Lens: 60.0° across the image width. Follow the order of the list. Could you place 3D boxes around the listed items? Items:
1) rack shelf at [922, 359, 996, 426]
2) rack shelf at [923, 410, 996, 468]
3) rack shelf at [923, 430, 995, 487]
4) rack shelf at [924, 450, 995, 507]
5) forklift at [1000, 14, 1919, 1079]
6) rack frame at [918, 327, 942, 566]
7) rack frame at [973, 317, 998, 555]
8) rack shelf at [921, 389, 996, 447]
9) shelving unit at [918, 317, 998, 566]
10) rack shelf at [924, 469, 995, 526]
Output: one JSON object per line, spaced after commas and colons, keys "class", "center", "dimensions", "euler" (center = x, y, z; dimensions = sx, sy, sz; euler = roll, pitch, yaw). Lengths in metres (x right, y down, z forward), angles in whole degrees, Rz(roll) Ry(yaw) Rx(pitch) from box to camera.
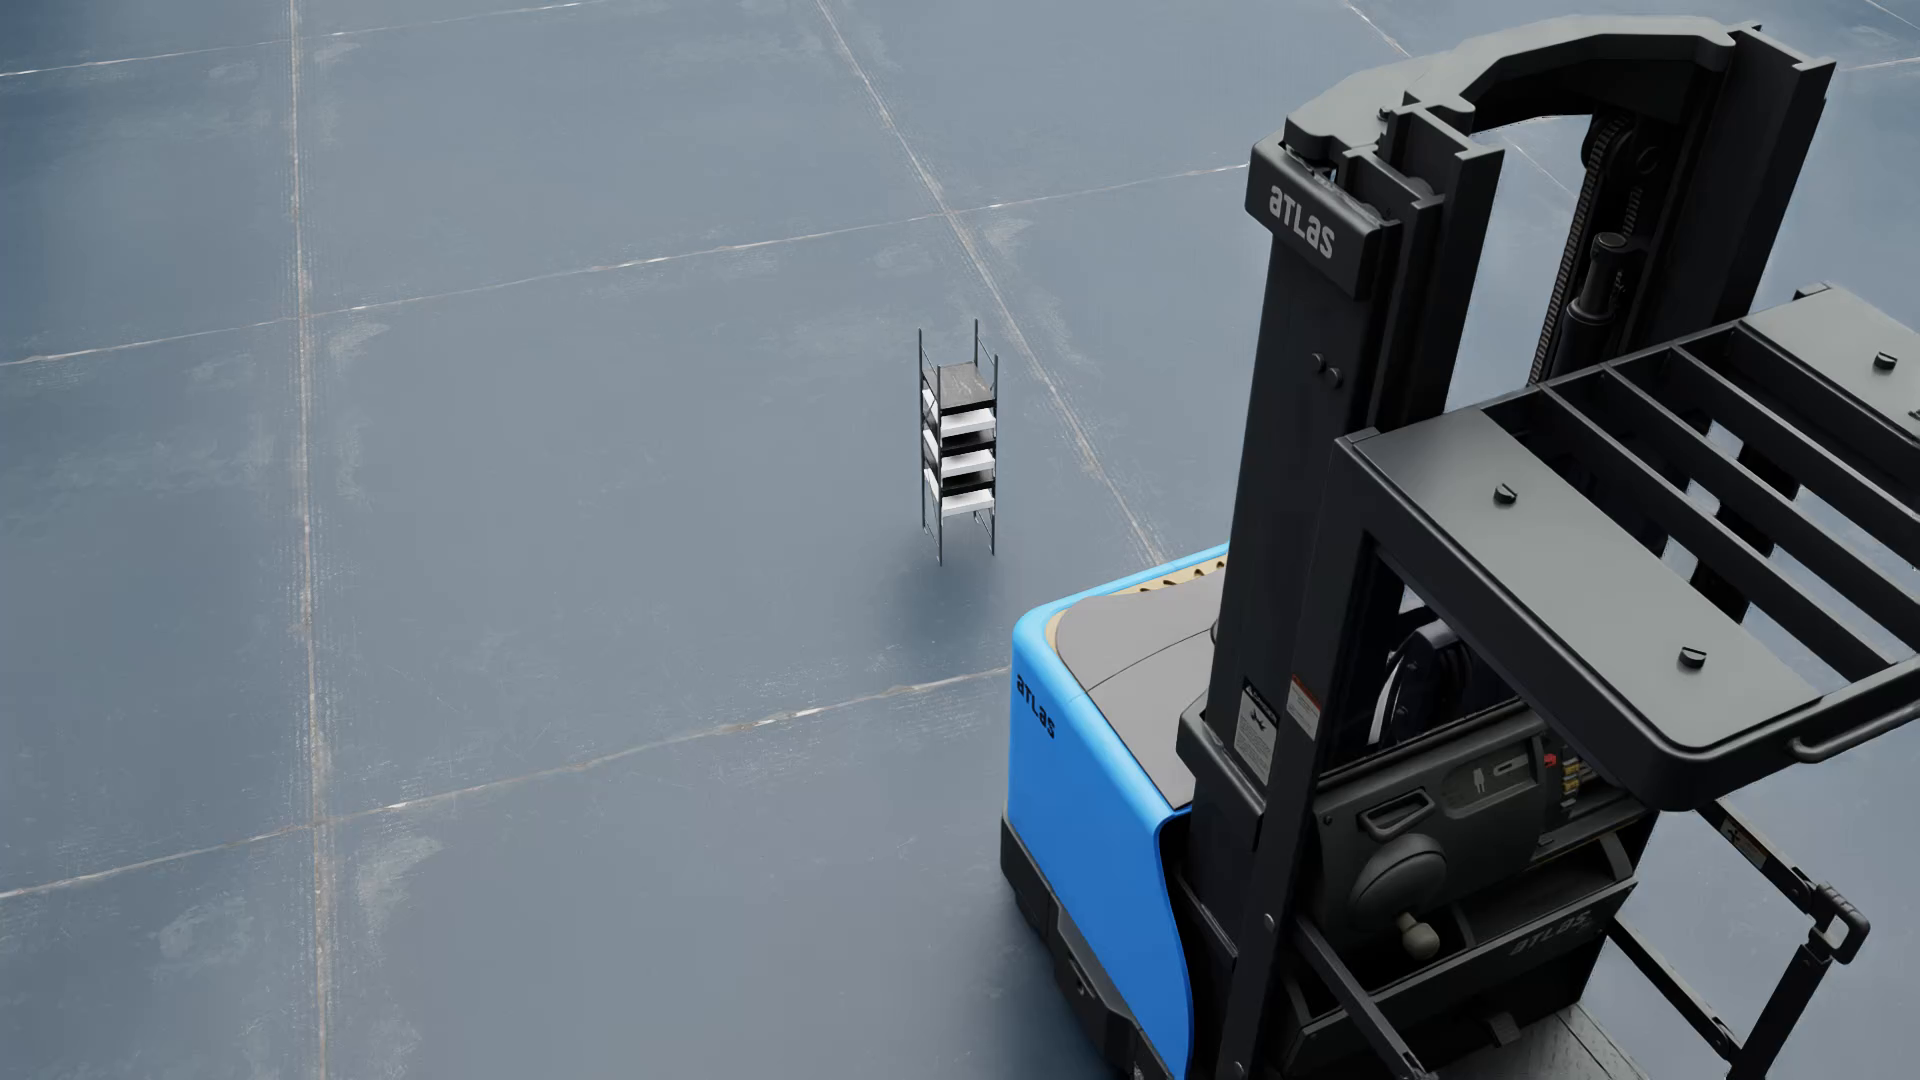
{"class": "rack shelf", "center": [-0.008, -0.516, 5.796], "dimensions": [0.200, 0.077, 0.258], "euler": [-12, 42, -13]}
{"class": "rack shelf", "center": [-0.008, -0.380, 5.915], "dimensions": [0.200, 0.077, 0.258], "euler": [-12, 42, -13]}
{"class": "rack shelf", "center": [-0.008, -0.312, 5.974], "dimensions": [0.200, 0.077, 0.258], "euler": [-12, 42, -13]}
{"class": "rack shelf", "center": [-0.008, -0.244, 6.033], "dimensions": [0.200, 0.077, 0.258], "euler": [-12, 42, -13]}
{"class": "forklift", "center": [1.217, 0.638, 3.292], "dimensions": [1.130, 2.935, 3.031], "euler": [-18, 44, -19]}
{"class": "rack frame", "center": [-0.105, -0.317, 5.929], "dimensions": [0.006, 0.900, 0.240], "euler": [-12, 42, -13]}
{"class": "rack frame", "center": [0.089, -0.357, 5.975], "dimensions": [0.006, 0.900, 0.240], "euler": [-12, 42, -13]}
{"class": "rack shelf", "center": [-0.008, -0.448, 5.856], "dimensions": [0.200, 0.077, 0.258], "euler": [-12, 42, -13]}
{"class": "shelving unit", "center": [-0.008, -0.337, 5.952], "dimensions": [0.210, 0.900, 0.258], "euler": [-12, 42, -13]}
{"class": "rack shelf", "center": [-0.008, -0.177, 6.092], "dimensions": [0.200, 0.077, 0.258], "euler": [-12, 42, -13]}
